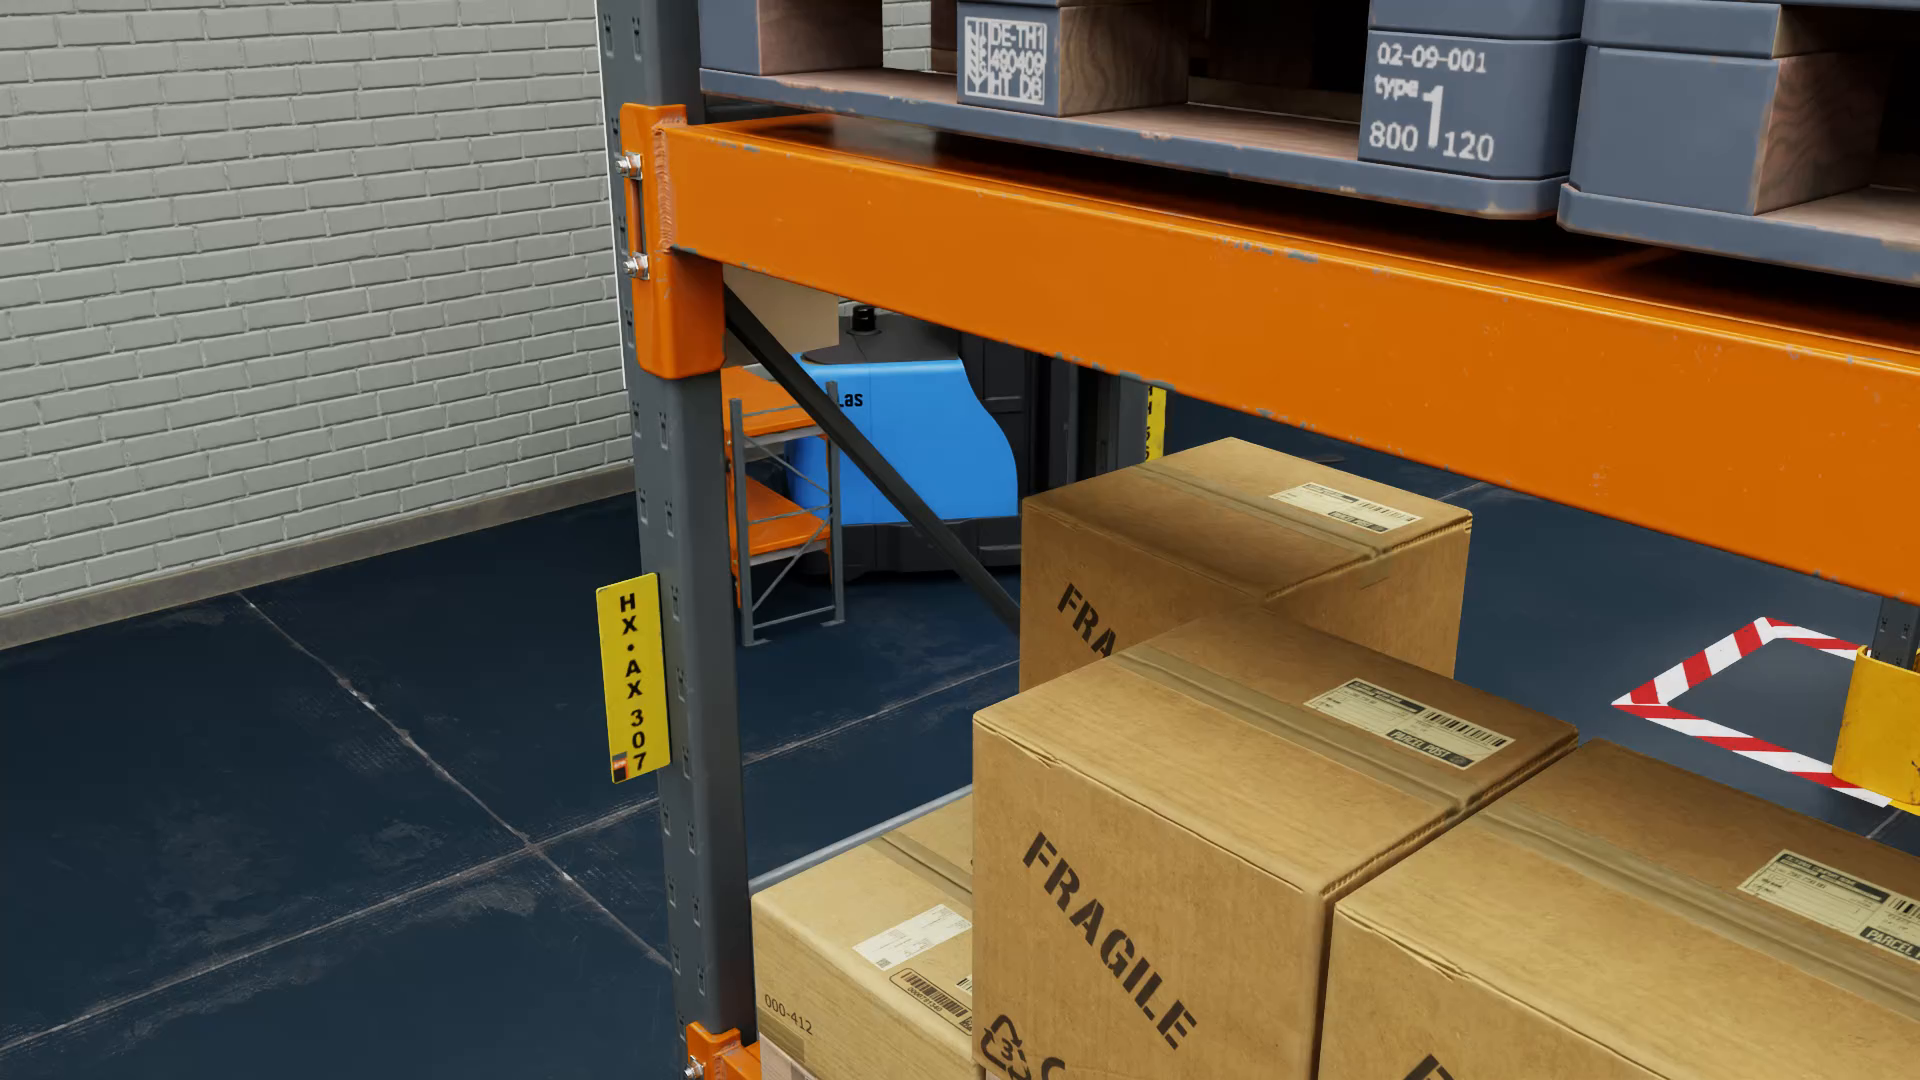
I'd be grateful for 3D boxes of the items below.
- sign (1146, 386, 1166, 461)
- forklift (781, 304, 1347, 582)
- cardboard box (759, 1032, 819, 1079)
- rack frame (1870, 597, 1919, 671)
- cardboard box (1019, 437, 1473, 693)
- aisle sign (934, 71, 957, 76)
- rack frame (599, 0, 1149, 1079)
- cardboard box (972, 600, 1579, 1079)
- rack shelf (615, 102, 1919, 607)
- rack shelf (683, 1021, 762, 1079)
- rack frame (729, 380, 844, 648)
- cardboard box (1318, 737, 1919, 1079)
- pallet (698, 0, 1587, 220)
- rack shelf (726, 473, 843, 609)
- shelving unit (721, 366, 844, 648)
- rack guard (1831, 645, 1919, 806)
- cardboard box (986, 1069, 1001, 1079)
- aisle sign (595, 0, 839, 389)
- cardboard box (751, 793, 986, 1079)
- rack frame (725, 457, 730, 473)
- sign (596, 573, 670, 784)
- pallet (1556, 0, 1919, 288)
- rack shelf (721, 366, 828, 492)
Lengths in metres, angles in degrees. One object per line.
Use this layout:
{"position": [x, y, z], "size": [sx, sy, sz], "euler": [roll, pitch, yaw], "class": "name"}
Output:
{"position": [0.348, -0.253, 3.104], "size": [0.100, 0.325, 0.005], "euler": [-17, 27, -37], "class": "sign"}
{"position": [0.640, -1.402, 8.045], "size": [3.031, 2.935, 1.130], "euler": [-3, 22, -9], "class": "forklift"}
{"position": [-0.090, 0.816, 2.633], "size": [0.380, 0.149, 0.250], "euler": [-17, 27, -37], "class": "cardboard box"}
{"position": [3.752, -0.631, 5.982], "size": [1.000, 3.000, 0.127], "euler": [-17, 27, -37], "class": "rack frame"}
{"position": [0.445, 0.176, 2.691], "size": [0.500, 0.500, 0.500], "euler": [-17, 27, -37], "class": "cardboard box"}
{"position": [0.109, -0.780, 2.797], "size": [0.394, 0.787, 0.004], "euler": [-17, 27, -37], "class": "aisle sign"}
{"position": [-0.069, 0.521, 3.040], "size": [0.949, 2.616, 0.053], "euler": [-17, 27, -37], "class": "rack frame"}
{"position": [0.363, 0.439, 2.019], "size": [0.500, 0.500, 0.500], "euler": [-18, 28, -39], "class": "cardboard box"}
{"position": [1.234, 0.013, 1.212], "size": [1.077, 0.370, 4.000], "euler": [-17, 27, -37], "class": "rack shelf"}
{"position": [1.234, 1.410, 1.759], "size": [1.077, 0.370, 4.000], "euler": [-17, 27, -37], "class": "rack shelf"}
{"position": [-0.741, -0.107, 7.215], "size": [0.500, 1.125, 0.032], "euler": [-14, 25, -31], "class": "rack frame"}
{"position": [0.706, 0.581, 1.657], "size": [0.500, 0.500, 0.500], "euler": [-18, 28, -39], "class": "cardboard box"}
{"position": [0.420, -0.631, 1.990], "size": [1.003, 0.211, 1.213], "euler": [-17, 27, -37], "class": "pallet"}
{"position": [-1.024, -0.034, 7.698], "size": [0.538, 0.278, 1.000], "euler": [-14, 25, -31], "class": "rack shelf"}
{"position": [-1.024, -0.261, 7.608], "size": [0.538, 1.125, 1.048], "euler": [-14, 25, -31], "class": "shelving unit"}
{"position": [3.801, 0.554, 6.384], "size": [1.175, 0.500, 0.348], "euler": [-17, 27, -37], "class": "rack guard"}
{"position": [0.381, 0.792, 2.146], "size": [0.500, 0.250, 0.500], "euler": [-18, 28, -38], "class": "cardboard box"}
{"position": [-0.346, -0.637, 2.433], "size": [0.394, 0.787, 0.004], "euler": [-17, 27, -37], "class": "aisle sign"}
{"position": [0.037, 0.650, 2.509], "size": [0.500, 0.250, 0.500], "euler": [-18, 28, -39], "class": "cardboard box"}
{"position": [-1.307, -0.415, 8.002], "size": [0.500, 1.125, 0.032], "euler": [-14, 25, -31], "class": "rack frame"}
{"position": [-0.496, 0.213, 2.533], "size": [0.100, 0.325, 0.005], "euler": [-17, 27, -37], "class": "sign"}
{"position": [1.221, -0.294, 1.129], "size": [1.003, 0.211, 1.213], "euler": [-17, 27, -37], "class": "pallet"}
{"position": [-1.024, -0.534, 7.501], "size": [0.538, 0.278, 1.000], "euler": [-14, 25, -31], "class": "rack shelf"}
